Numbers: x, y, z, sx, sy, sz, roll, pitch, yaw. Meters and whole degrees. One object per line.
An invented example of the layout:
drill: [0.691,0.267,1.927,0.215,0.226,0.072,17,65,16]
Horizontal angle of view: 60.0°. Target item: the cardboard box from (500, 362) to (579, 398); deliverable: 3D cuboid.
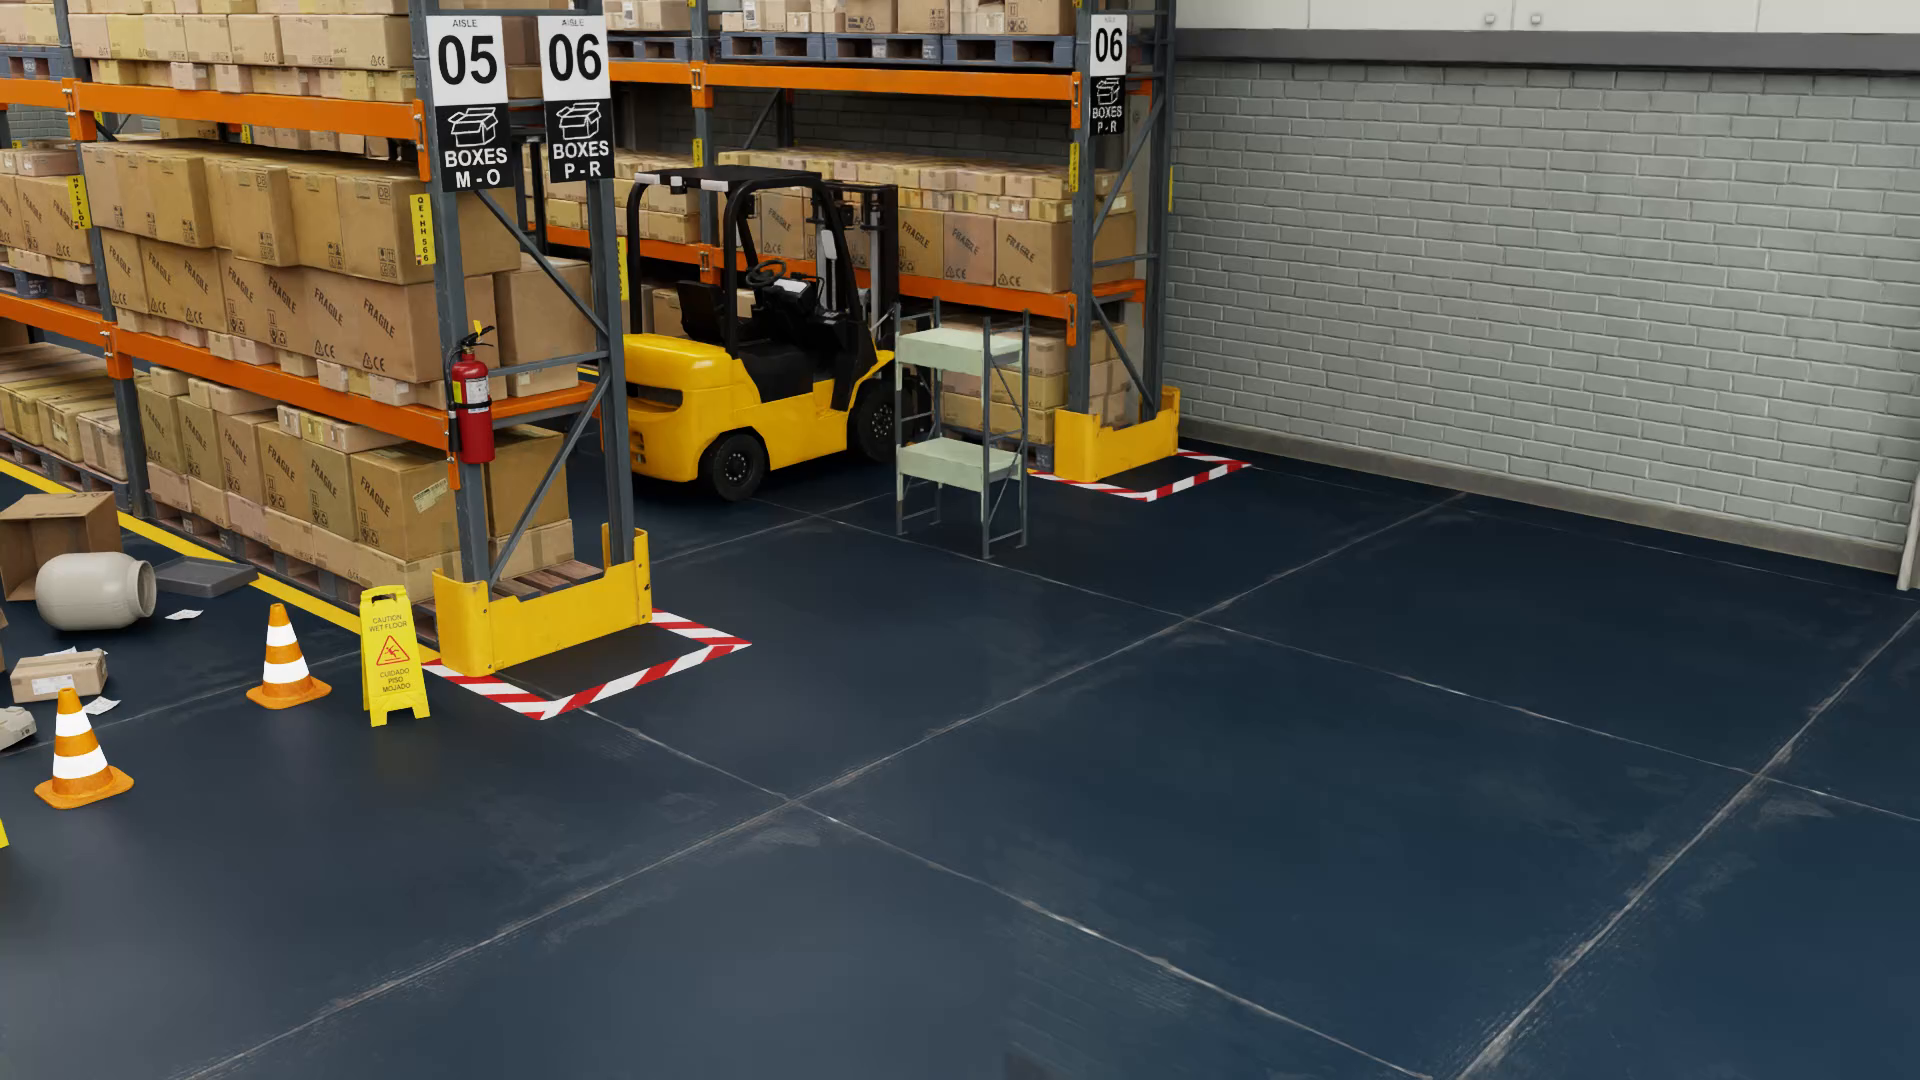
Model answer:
cardboard box: [-2.256,-0.873,8.818,0.250,0.149,0.380,15,23,39]

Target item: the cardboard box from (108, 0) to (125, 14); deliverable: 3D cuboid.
cardboard box: [-4.706,-3.133,9.663,0.250,0.149,0.380,14,22,38]

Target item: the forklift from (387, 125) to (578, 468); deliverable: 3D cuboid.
forklift: [-3.561,-2.079,12.316,1.130,2.935,3.031,-7,19,-22]

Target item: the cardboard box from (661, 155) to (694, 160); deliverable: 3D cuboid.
cardboard box: [-2.516,-3.443,15.264,0.250,0.149,0.380,15,23,39]

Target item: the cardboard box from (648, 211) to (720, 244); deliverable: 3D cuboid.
cardboard box: [-2.389,-2.775,14.645,0.500,0.250,0.500,16,23,40]

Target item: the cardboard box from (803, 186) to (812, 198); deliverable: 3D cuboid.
cardboard box: [-1.036,-2.821,13.303,0.250,0.149,0.380,15,23,39]

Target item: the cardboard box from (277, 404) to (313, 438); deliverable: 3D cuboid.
cardboard box: [-3.612,-0.699,9.393,0.250,0.149,0.380,16,24,42]

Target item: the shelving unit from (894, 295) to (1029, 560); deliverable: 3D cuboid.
shelving unit: [0.005,-0.714,10.381,0.755,1.500,0.431,15,23,39]

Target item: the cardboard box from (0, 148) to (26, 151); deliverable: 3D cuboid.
cardboard box: [-7.598,-2.845,13.266,0.500,0.500,0.500,14,22,38]

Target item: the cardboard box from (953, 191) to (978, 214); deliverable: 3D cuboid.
cardboard box: [0.166,-2.527,12.378,0.250,0.149,0.380,15,23,39]

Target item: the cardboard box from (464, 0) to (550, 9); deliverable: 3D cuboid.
cardboard box: [-2.269,-2.685,8.252,0.250,0.149,0.380,15,23,39]

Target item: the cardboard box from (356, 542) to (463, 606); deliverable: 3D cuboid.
cardboard box: [-2.940,0.127,9.105,0.500,0.250,0.500,15,23,39]

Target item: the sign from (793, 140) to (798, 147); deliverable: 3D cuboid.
sign: [-1.471,-3.381,14.743,0.005,0.325,0.100,15,23,39]

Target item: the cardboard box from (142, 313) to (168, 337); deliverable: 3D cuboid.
cardboard box: [-4.885,-1.386,10.436,0.250,0.149,0.380,16,24,41]

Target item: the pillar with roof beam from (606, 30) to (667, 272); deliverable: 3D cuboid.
pillar with roof beam: [-6.115,-5.435,12.861,0.400,9.000,9.100,15,23,39]

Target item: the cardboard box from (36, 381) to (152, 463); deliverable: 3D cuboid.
cardboard box: [-6.065,-0.877,12.065,0.950,0.372,0.625,-17,24,-42]

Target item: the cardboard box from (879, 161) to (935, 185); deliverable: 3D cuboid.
cardboard box: [-0.406,-2.831,12.843,0.250,0.149,0.380,15,23,40]

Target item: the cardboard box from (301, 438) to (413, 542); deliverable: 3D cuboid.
cardboard box: [-3.304,-0.330,9.306,0.500,0.500,0.500,16,24,41]

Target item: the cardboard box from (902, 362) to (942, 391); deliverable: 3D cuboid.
cardboard box: [-0.187,-1.358,12.957,0.500,0.250,0.500,14,23,38]

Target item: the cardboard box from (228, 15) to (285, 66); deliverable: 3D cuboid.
cardboard box: [-3.467,-2.624,8.717,0.500,0.250,0.500,16,24,41]

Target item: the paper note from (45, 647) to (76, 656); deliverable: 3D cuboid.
paper note: [-4.703,0.599,8.692,0.148,0.019,0.142,-9,20,-27]

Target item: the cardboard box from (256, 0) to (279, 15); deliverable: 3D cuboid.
cardboard box: [-3.470,-2.848,8.765,0.250,0.149,0.380,14,22,38]

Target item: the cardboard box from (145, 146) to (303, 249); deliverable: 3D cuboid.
cardboard box: [-4.220,-1.995,9.629,0.500,0.500,0.700,14,23,38]

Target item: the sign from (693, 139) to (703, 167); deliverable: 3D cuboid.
sign: [-2.192,-3.194,13.933,0.005,0.325,0.100,15,23,39]

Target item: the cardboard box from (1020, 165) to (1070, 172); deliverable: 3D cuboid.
cardboard box: [0.663,-2.726,12.512,0.250,0.149,0.380,16,23,40]

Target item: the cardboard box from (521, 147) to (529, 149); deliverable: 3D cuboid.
cardboard box: [-4.378,-3.735,16.183,0.250,0.149,0.380,16,24,41]

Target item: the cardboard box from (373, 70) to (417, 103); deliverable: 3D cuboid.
cardboard box: [-2.591,-2.196,8.029,0.250,0.149,0.380,15,23,39]

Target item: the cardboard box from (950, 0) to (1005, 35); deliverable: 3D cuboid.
cardboard box: [0.142,-3.763,11.915,0.258,0.266,0.396,15,23,39]

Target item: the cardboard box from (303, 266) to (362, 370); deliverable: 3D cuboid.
cardboard box: [-3.099,-1.215,8.825,0.500,0.500,0.500,15,23,39]

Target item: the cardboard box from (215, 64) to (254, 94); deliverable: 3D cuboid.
cardboard box: [-3.770,-2.494,8.968,0.250,0.149,0.380,15,23,39]

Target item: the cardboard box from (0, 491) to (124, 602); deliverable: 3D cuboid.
cardboard box: [-5.232,0.033,9.678,0.500,0.500,0.500,-3,18,-8]

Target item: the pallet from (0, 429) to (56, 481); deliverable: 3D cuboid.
pallet: [-6.631,-0.752,12.634,1.213,0.211,1.003,15,23,39]

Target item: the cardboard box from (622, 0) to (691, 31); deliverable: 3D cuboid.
cardboard box: [-2.542,-4.530,14.255,0.500,0.311,0.500,14,22,38]

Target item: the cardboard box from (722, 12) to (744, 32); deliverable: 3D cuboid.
cardboard box: [-1.705,-4.203,13.495,0.250,0.149,0.380,16,23,40]

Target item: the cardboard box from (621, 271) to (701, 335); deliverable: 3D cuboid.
cardboard box: [-2.812,-2.132,15.604,0.625,0.625,0.875,15,23,39]

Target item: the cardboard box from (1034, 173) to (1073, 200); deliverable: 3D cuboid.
cardboard box: [0.745,-2.524,11.877,0.250,0.149,0.380,15,23,39]

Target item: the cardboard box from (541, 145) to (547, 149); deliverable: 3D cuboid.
cardboard box: [-4.030,-3.852,16.552,0.250,0.149,0.380,15,23,39]

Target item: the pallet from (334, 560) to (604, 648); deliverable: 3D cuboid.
pallet: [-2.780,0.265,9.427,1.213,0.211,1.003,15,23,39]

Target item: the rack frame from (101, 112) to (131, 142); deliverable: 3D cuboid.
rack frame: [-10.814,-5.214,22.082,0.127,3.000,1.000,15,23,39]

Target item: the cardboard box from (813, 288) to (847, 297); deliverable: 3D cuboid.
cardboard box: [-0.953,-2.017,14.207,0.500,0.250,0.500,15,23,38]

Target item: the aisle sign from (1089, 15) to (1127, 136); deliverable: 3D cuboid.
aisle sign: [1.007,-3.161,11.315,0.004,0.787,0.394,15,23,39]

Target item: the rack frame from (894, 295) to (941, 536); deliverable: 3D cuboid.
rack frame: [-0.269,-0.787,10.612,0.023,1.500,0.400,15,23,39]

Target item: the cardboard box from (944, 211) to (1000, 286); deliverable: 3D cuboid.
cardboard box: [0.229,-2.195,12.403,0.500,0.500,0.500,16,24,41]

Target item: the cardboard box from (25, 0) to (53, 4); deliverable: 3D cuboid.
cardboard box: [-5.649,-3.565,10.654,0.500,0.250,0.500,16,23,40]

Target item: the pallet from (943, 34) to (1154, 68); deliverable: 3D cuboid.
pallet: [0.641,-3.537,11.984,1.213,0.211,1.003,15,23,39]

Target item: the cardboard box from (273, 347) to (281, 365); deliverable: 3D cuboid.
cardboard box: [-3.691,-1.096,9.521,0.250,0.149,0.380,15,23,39]

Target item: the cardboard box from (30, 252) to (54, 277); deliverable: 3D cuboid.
cardboard box: [-6.101,-1.903,11.369,0.250,0.149,0.380,15,23,38]

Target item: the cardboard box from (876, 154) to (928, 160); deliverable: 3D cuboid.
cardboard box: [-0.463,-3.043,13.512,0.250,0.149,0.380,15,23,39]

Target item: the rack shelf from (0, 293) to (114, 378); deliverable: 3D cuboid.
rack shelf: [-6.626,-1.739,12.323,4.000,0.370,1.077,15,23,39]

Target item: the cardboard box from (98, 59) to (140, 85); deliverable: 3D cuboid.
cardboard box: [-4.903,-2.807,9.953,0.250,0.149,0.380,15,23,39]

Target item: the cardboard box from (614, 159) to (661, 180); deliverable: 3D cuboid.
cardboard box: [-2.879,-3.311,14.849,0.250,0.149,0.380,14,22,38]

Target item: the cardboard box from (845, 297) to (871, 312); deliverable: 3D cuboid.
cardboard box: [-0.930,-1.800,13.524,0.500,0.250,0.500,16,24,41]

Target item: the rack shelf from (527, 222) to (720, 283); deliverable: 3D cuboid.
rack shelf: [-3.335,-2.863,15.864,4.000,0.370,1.077,15,23,39]

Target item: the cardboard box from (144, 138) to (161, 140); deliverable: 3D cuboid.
cardboard box: [-9.895,-4.930,20.943,0.500,0.250,0.500,14,23,38]

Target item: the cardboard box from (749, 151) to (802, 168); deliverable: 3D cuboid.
cardboard box: [-1.530,-3.144,13.830,0.250,0.149,0.380,15,23,40]
